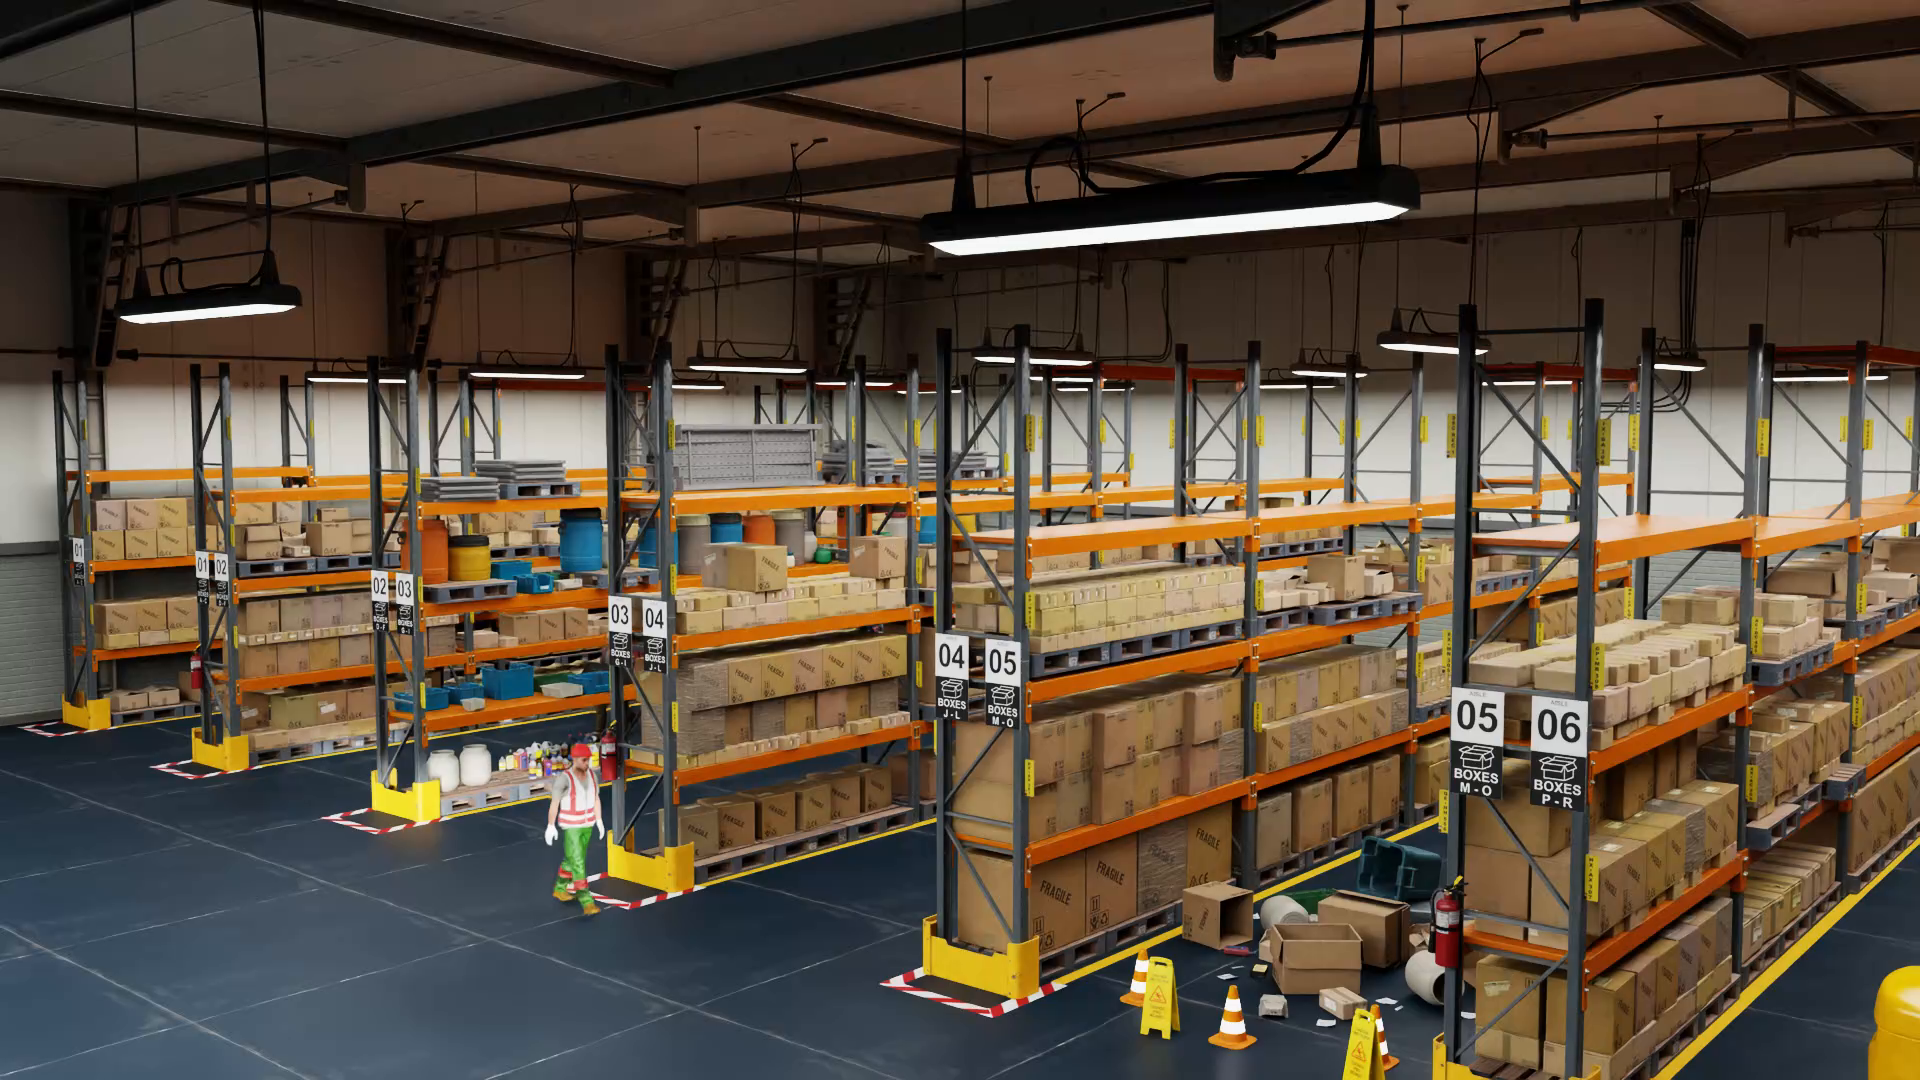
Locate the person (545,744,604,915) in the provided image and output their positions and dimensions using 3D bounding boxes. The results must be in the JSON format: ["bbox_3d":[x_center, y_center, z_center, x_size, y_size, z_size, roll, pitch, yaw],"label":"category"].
[{"bbox_3d":[-3.990,3.009,17.517,1.013,1.725,0.589,3,5,34],"label":"person"}]

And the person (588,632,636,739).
[{"bbox_3d":[-5.633,2.343,27.092,0.632,1.741,1.068,2,4,21],"label":"person"}]
